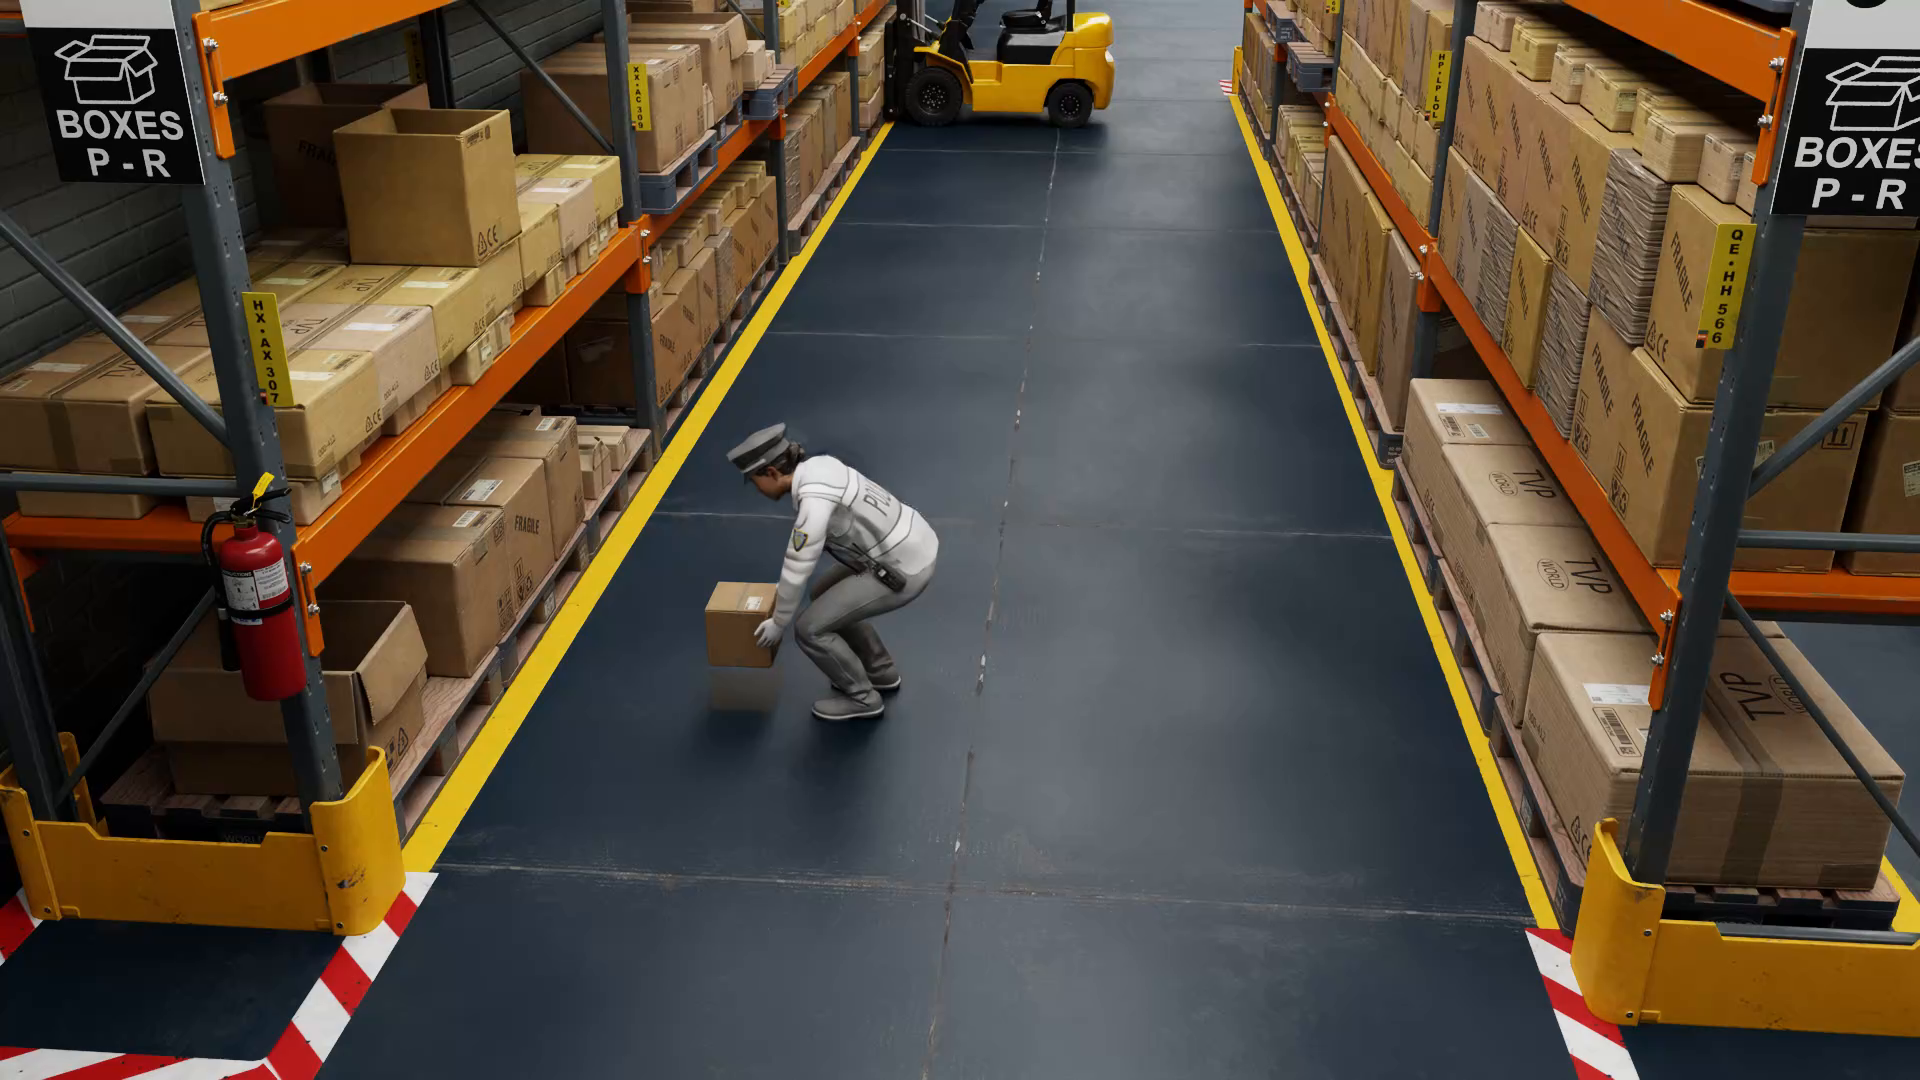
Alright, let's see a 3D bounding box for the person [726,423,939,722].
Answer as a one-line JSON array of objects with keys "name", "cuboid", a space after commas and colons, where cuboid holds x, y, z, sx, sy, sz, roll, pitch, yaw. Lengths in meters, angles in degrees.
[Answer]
[{"name": "person", "cuboid": [-0.481, 0.122, 6.417, 0.788, 1.188, 0.524, 2, 25, 4]}]
